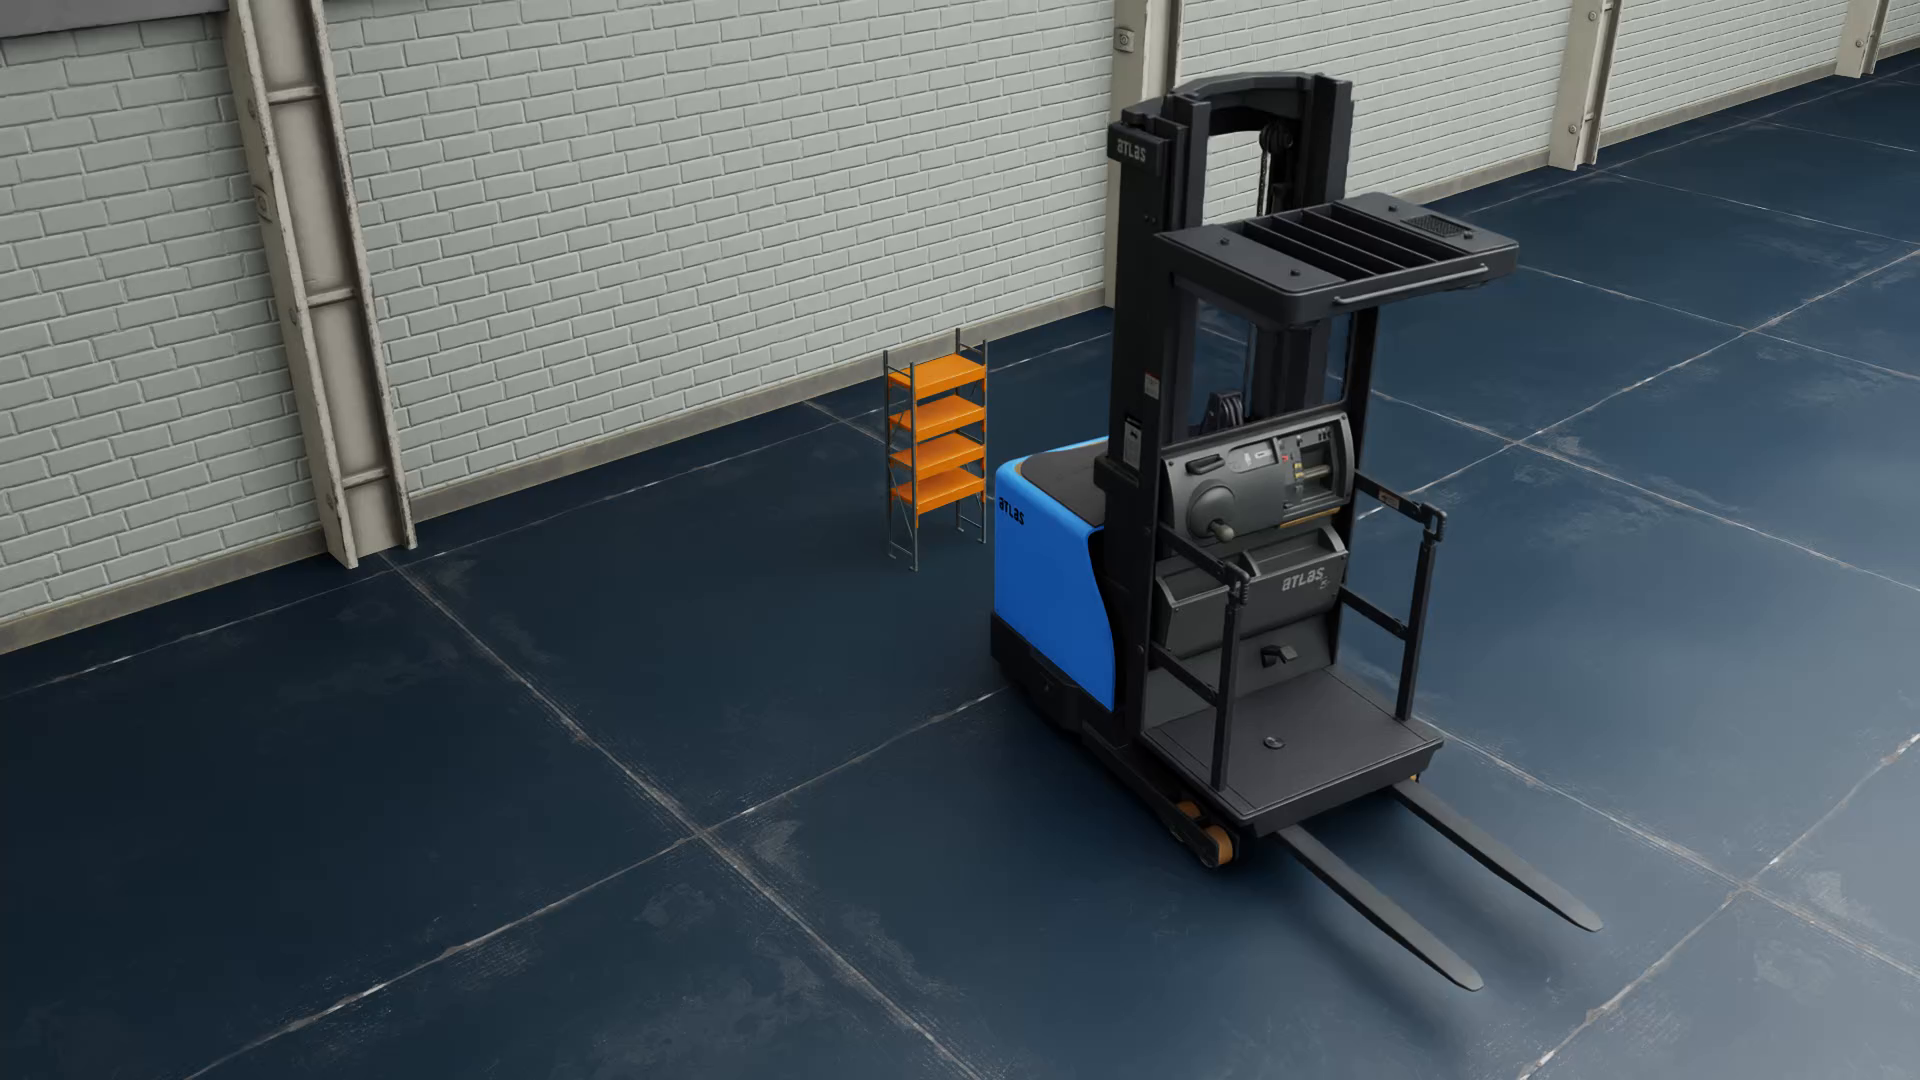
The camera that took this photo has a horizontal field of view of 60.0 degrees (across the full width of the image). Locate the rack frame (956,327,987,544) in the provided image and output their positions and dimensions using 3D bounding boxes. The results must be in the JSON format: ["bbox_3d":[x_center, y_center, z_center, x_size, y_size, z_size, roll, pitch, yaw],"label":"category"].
[{"bbox_3d":[0.060,-0.553,9.012,0.015,1.200,0.240,-22,35,-35],"label":"rack frame"}]

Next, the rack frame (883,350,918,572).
[{"bbox_3d":[-0.312,-0.404,8.733,0.015,1.200,0.240,-22,35,-35],"label":"rack frame"}]

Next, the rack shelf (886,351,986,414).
[{"bbox_3d":[-0.126,-0.825,8.687,0.480,0.148,0.258,-22,35,-35],"label":"rack shelf"}]

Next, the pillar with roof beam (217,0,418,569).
[{"bbox_3d":[-0.448,-2.383,4.162,0.400,9.000,9.100,-22,35,-35],"label":"pillar with roof beam"}]

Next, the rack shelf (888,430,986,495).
[{"bbox_3d":[-0.126,-0.419,8.904,0.480,0.148,0.258,-22,35,-35],"label":"rack shelf"}]

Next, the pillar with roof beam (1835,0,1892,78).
[{"bbox_3d":[13.245,-7.890,14.466,0.400,9.000,9.100,-22,35,-35],"label":"pillar with roof beam"}]

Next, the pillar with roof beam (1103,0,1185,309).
[{"bbox_3d":[4.116,-4.219,7.597,0.400,9.000,9.100,-22,35,-35],"label":"pillar with roof beam"}]

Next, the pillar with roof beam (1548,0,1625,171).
[{"bbox_3d":[8.681,-6.054,11.031,0.400,9.000,9.100,-22,35,-35],"label":"pillar with roof beam"}]

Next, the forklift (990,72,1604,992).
[{"bbox_3d":[1.322,-0.212,6.537,1.130,2.935,3.031,-15,32,-26],"label":"forklift"}]

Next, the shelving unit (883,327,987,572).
[{"bbox_3d":[-0.126,-0.479,8.872,0.503,1.200,0.258,-22,35,-35],"label":"shelving unit"}]

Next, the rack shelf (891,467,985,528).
[{"bbox_3d":[-0.126,-0.244,8.998,0.480,0.148,0.258,-22,35,-35],"label":"rack shelf"}]

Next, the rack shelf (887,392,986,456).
[{"bbox_3d":[-0.126,-0.616,8.799,0.480,0.148,0.258,-22,35,-35],"label":"rack shelf"}]
